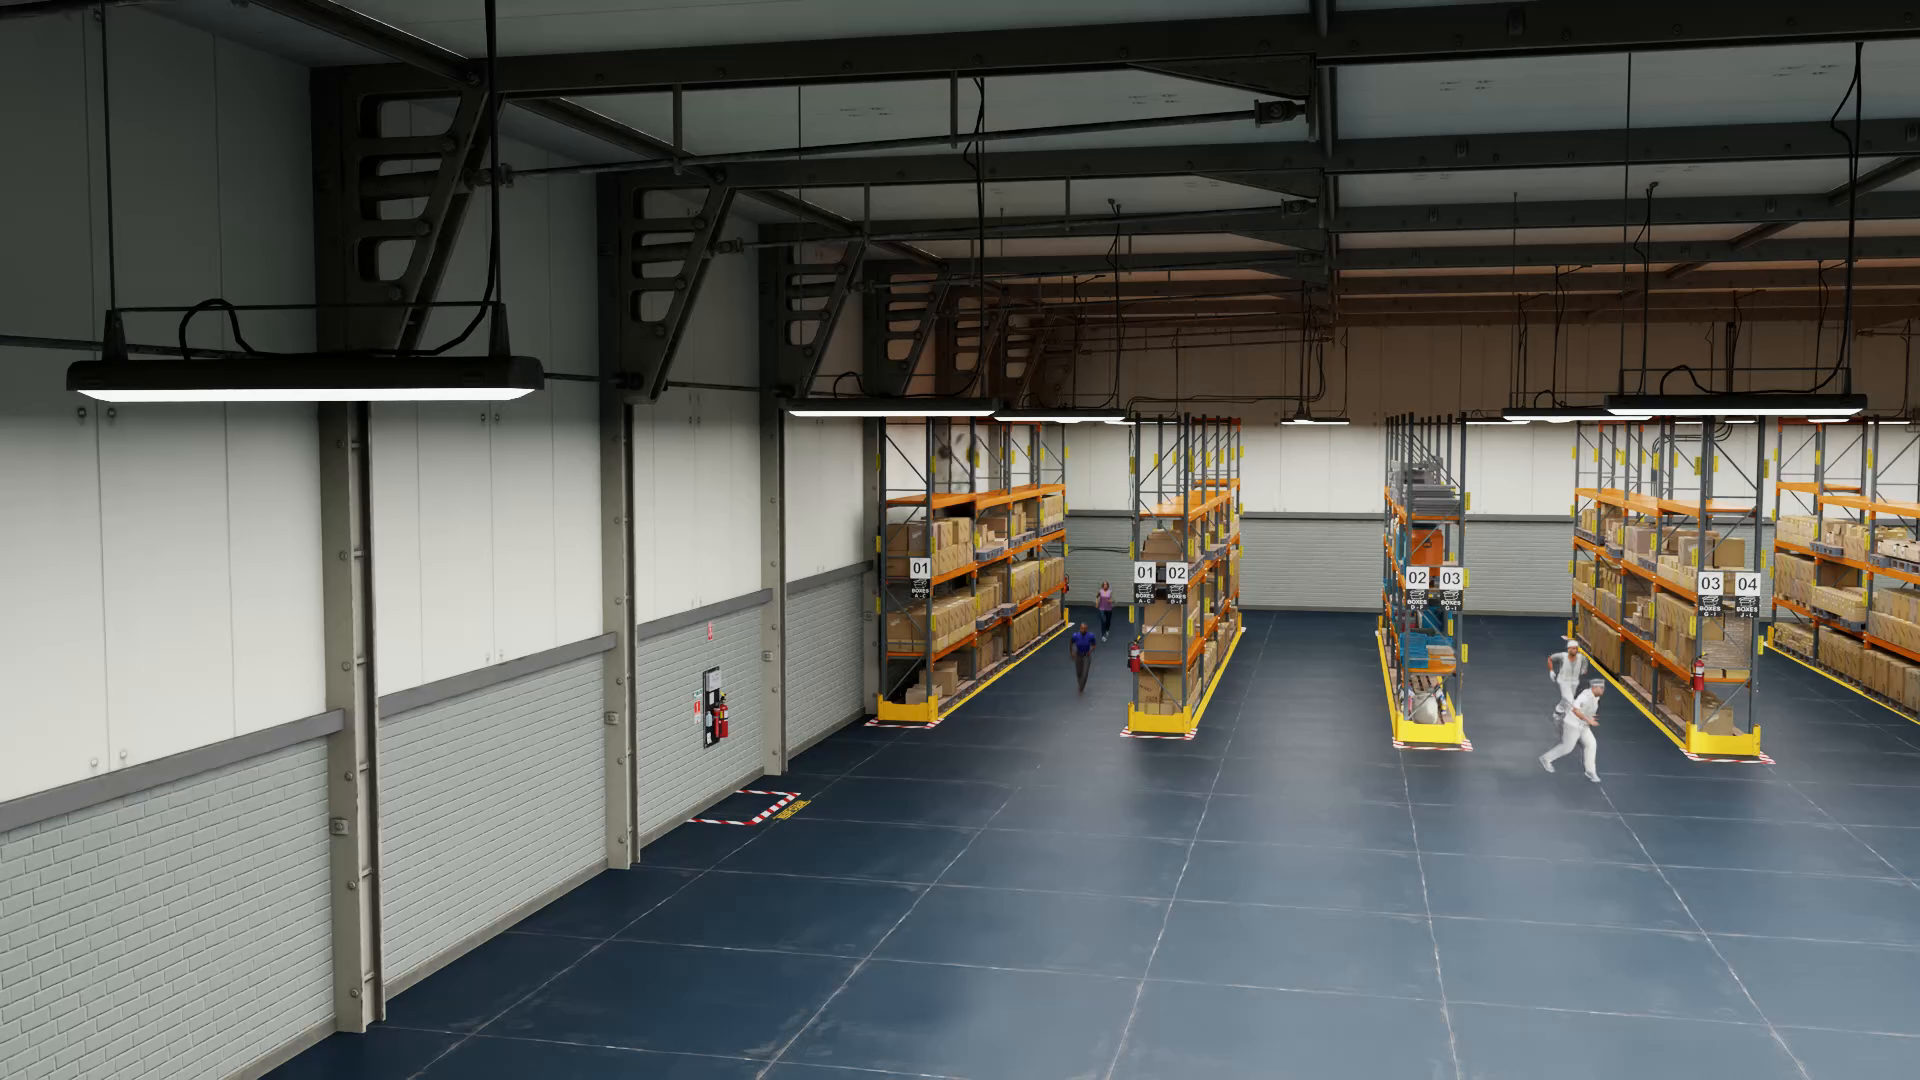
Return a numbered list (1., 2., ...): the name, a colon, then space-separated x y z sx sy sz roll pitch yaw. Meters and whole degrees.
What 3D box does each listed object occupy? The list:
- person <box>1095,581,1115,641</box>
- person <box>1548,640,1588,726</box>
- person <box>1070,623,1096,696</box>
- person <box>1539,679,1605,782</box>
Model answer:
1. person: 3.898 1.887 44.698 0.539 1.581 0.891 0 4 1
2. person: 11.369 2.743 31.174 0.653 1.794 0.990 -1 4 -9
3. person: 2.634 2.550 35.668 0.565 1.577 0.706 0 4 -1
4. person: 10.004 3.076 27.164 1.025 1.720 0.703 3 5 37
